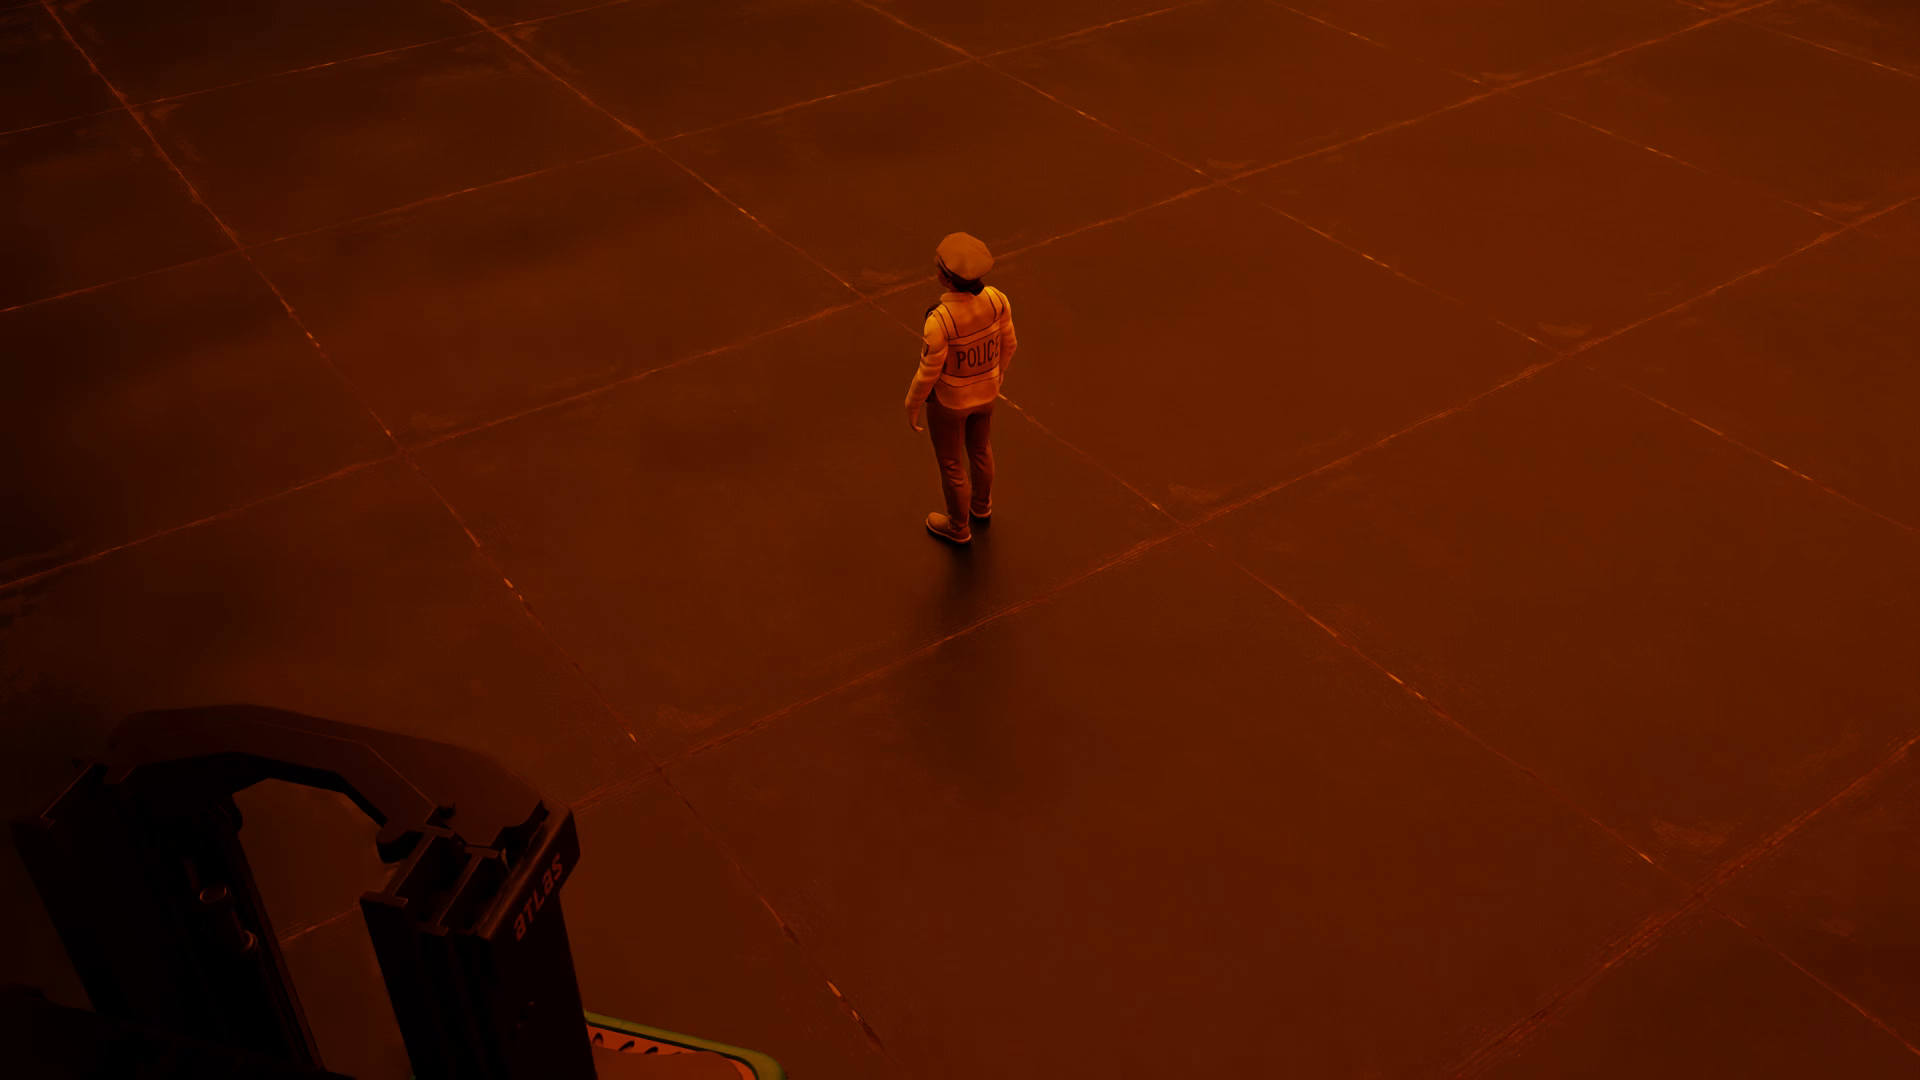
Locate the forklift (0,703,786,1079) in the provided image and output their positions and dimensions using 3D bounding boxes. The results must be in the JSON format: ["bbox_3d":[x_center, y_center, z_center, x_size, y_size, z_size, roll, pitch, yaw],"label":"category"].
[{"bbox_3d":[-1.346,1.905,3.368,1.130,2.935,3.031,9,37,12],"label":"forklift"}]

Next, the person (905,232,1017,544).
[{"bbox_3d":[-0.034,-0.723,7.950,0.586,1.694,0.530,-23,42,-28],"label":"person"}]
